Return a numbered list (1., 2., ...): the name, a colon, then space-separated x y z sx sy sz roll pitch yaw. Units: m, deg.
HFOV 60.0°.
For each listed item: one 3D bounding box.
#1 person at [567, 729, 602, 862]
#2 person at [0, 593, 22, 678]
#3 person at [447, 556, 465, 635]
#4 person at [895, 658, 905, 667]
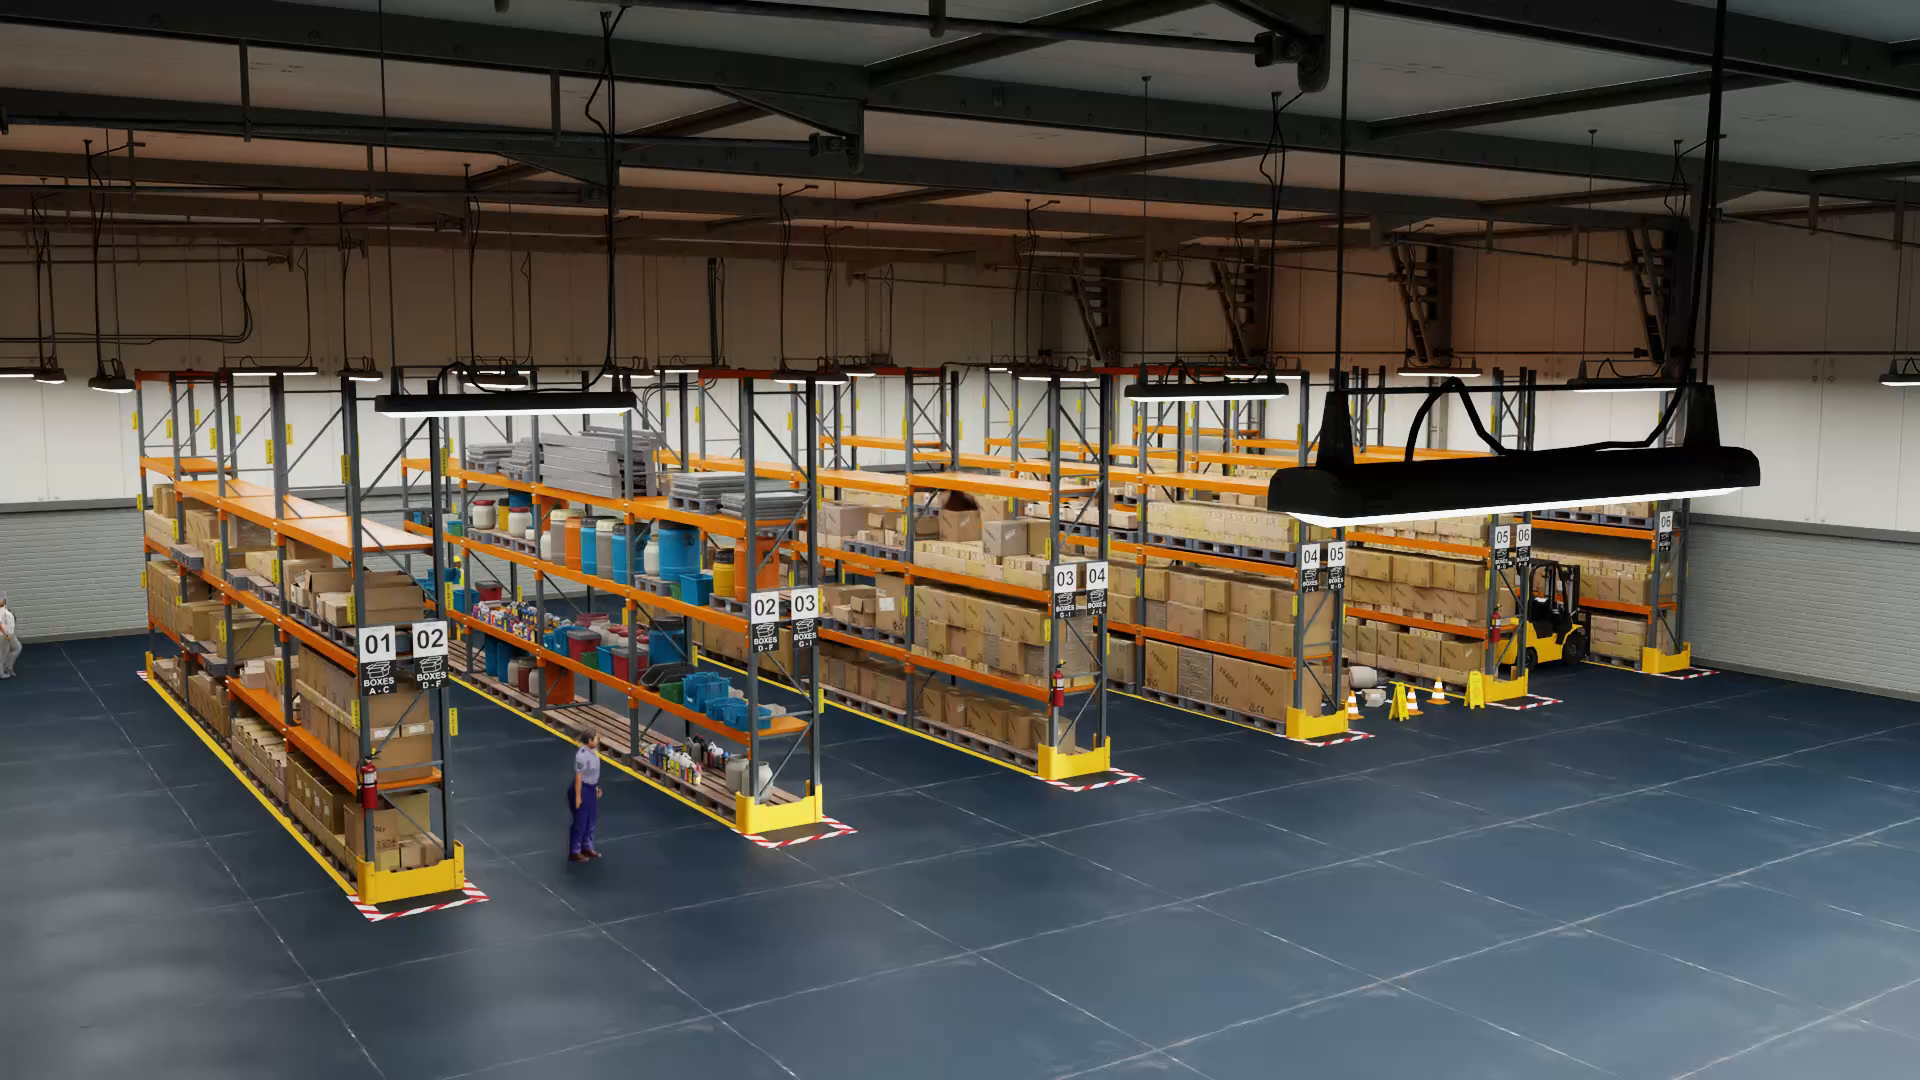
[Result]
1. person: -4.707 3.175 20.825 0.396 1.654 0.524 1 6 4
2. person: -18.544 1.866 32.308 0.503 1.687 0.501 -3 7 -23
3. person: -11.278 1.241 37.275 0.607 1.772 0.415 -5 8 -36
4. person: -1.018 1.773 33.125 0.651 1.814 0.918 -4 8 -34
